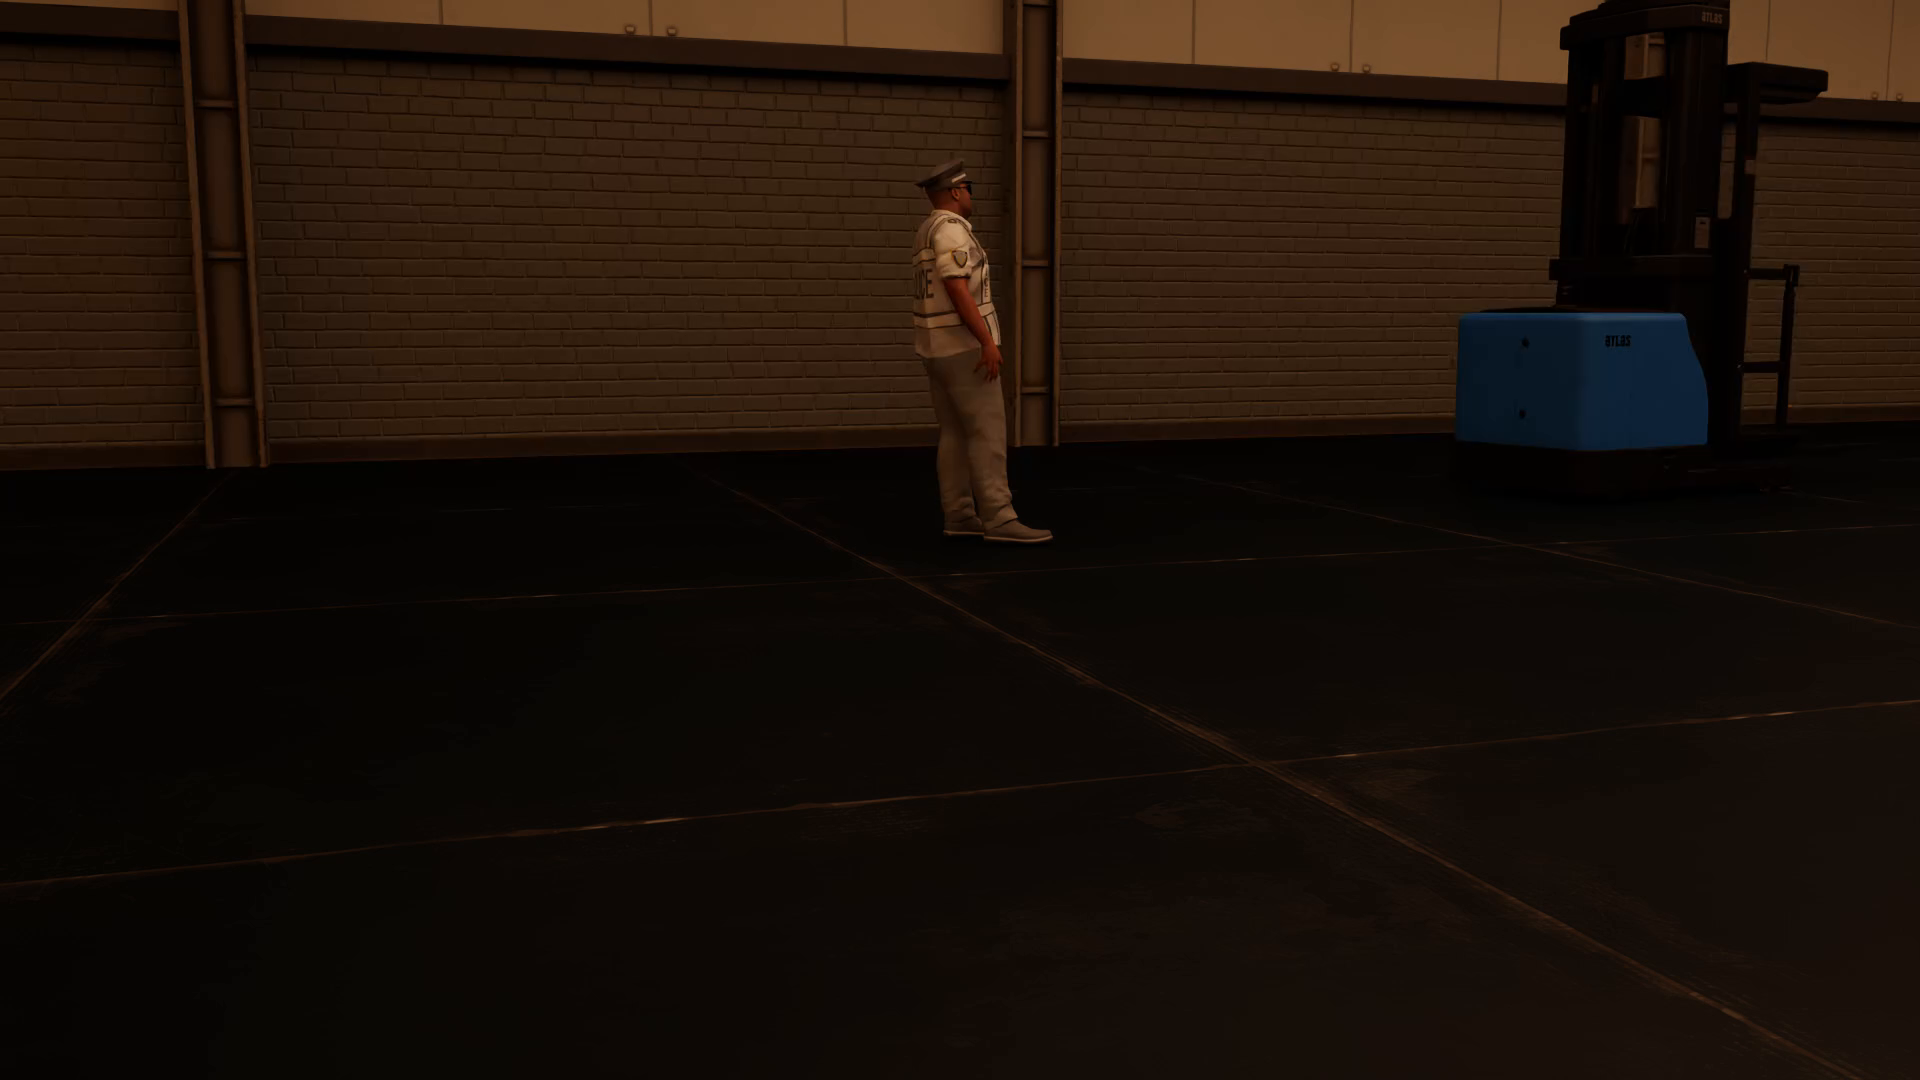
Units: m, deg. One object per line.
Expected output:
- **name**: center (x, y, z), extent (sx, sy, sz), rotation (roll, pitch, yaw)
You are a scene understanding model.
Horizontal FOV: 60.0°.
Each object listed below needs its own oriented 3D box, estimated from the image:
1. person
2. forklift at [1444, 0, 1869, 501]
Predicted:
- **person**: center (0.077, -0.892, 7.816), extent (0.575, 1.780, 0.640), rotation (-3, 8, -18)
- **forklift**: center (4.467, -1.792, 10.225), extent (3.031, 2.935, 1.130), rotation (-5, 9, -30)
